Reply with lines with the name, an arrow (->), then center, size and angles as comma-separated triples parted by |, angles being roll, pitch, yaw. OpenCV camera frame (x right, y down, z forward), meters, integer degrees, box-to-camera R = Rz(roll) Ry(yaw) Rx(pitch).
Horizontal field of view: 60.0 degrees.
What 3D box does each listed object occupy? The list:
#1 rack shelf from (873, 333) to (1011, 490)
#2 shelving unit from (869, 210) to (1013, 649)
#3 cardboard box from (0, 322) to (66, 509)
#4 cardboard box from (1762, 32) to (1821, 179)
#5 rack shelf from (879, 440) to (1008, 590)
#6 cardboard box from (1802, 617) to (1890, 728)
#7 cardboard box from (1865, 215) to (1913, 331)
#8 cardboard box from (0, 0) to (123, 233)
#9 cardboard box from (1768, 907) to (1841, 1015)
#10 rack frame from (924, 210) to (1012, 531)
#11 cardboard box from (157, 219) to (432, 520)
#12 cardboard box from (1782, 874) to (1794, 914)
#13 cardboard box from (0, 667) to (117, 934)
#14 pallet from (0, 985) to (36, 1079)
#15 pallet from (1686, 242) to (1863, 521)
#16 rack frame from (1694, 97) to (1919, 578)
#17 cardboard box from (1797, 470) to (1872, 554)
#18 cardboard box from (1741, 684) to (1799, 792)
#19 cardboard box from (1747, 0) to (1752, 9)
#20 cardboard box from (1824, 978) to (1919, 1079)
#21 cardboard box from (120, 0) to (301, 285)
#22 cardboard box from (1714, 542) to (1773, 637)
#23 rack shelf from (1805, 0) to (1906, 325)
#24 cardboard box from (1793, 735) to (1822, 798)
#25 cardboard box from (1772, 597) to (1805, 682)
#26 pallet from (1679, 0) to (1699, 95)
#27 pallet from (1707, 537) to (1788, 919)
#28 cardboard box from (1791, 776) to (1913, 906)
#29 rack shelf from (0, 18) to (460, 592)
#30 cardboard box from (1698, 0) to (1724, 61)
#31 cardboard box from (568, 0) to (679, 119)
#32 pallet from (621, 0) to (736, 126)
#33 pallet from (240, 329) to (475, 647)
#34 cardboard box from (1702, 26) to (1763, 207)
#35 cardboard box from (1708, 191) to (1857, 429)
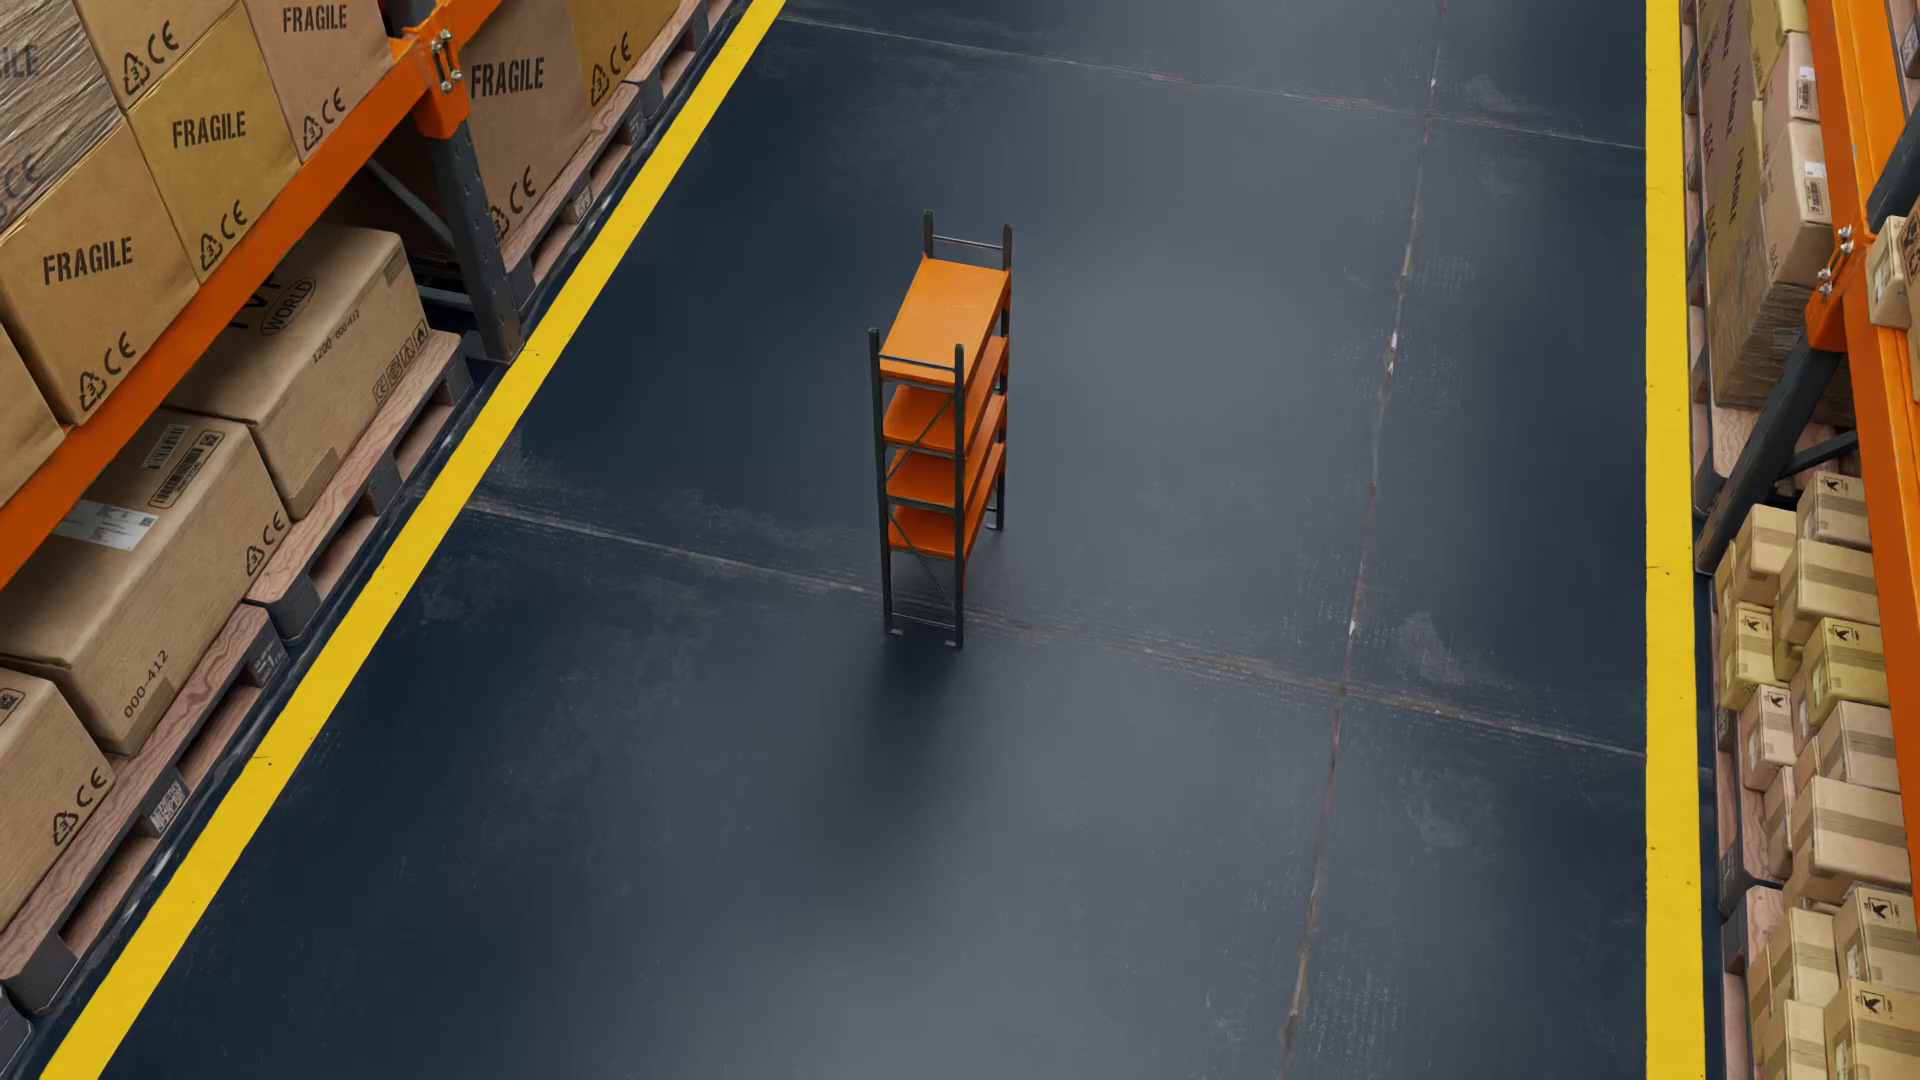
rack shelf -> -0.044, -0.381, 4.577 | 0.258, 0.148, 0.480 | 12, 50, 10
shelving unit -> -0.044, -0.277, 4.694 | 0.258, 1.200, 0.503 | 12, 50, 10
cardboard box -> -2.303, -0.267, 3.419 | 0.500, 0.500, 0.500 | 13, 50, 11
cardboard box -> 2.876, -1.350, 5.327 | 0.500, 0.250, 0.500 | 14, 50, 12
rack shelf -> -0.044, -0.101, 4.894 | 0.258, 0.148, 0.480 | 12, 50, 10
cardboard box -> 2.336, 0.364, 4.152 | 0.380, 0.149, 0.250 | 11, 49, 10
cardboard box -> 2.385, -0.608, 3.954 | 0.380, 0.149, 0.250 | 13, 50, 11
cardboard box -> -2.150, -0.968, 3.370 | 0.500, 0.500, 0.500 | 12, 50, 11
cardboard box -> 2.066, 1.016, 3.775 | 0.380, 0.149, 0.250 | 11, 50, 10
rack frame -> 0.021, -0.454, 4.850 | 0.240, 1.200, 0.015 | 12, 50, 10
cardboard box -> -2.295, -0.594, 5.202 | 0.875, 0.438, 0.875 | 11, 49, 9
cardboard box -> 2.229, 0.950, 4.032 | 0.380, 0.149, 0.250 | 10, 49, 8
cardboard box -> -2.769, 0.706, 4.055 | 0.875, 0.438, 0.875 | 13, 50, 11
pallet -> -2.944, 1.487, 3.797 | 1.003, 0.211, 1.213 | 12, 50, 10
pallet -> 2.979, -0.473, 5.526 | 1.003, 0.211, 1.213 | 12, 50, 10
rack frame -> 2.776, -0.832, 3.983 | 1.000, 3.000, 0.127 | 12, 50, 10
cardboard box -> 2.485, -0.016, 4.488 | 0.380, 0.149, 0.250 | 13, 50, 12
cardboard box -> 2.285, 0.555, 4.381 | 0.380, 0.149, 0.250 | 11, 50, 10
cardboard box -> 3.137, -2.112, 6.000 | 0.500, 0.250, 0.500 | 12, 50, 10
cardboard box -> 2.049, 1.109, 3.495 | 0.380, 0.149, 0.250 | 12, 50, 10
cardboard box -> -2.032, -1.009, 4.074 | 0.500, 0.500, 0.500 | 10, 49, 9
cardboard box -> 2.370, 0.173, 4.718 | 0.380, 0.149, 0.250 | 10, 49, 8
rack shelf -> 3.302, -2.040, 5.530 | 1.077, 0.370, 4.000 | 12, 50, 10
cardboard box -> 2.288, 0.652, 4.097 | 0.380, 0.149, 0.250 | 9, 49, 8
cardboard box -> 2.392, 0.274, 4.431 | 0.380, 0.149, 0.250 | 12, 50, 10
pallet -> 3.621, -2.237, 7.084 | 1.003, 0.211, 1.213 | 12, 50, 10
pallet -> 2.633, 0.584, 4.594 | 1.003, 0.211, 1.213 | 12, 50, 10
cardboard box -> 2.144, 0.725, 3.834 | 0.380, 0.149, 0.250 | 13, 50, 11
rack shelf -> -2.553, -0.051, 3.774 | 1.077, 0.370, 4.000 | 12, 50, 10
cardboard box -> 3.267, -2.211, 6.588 | 0.500, 0.500, 0.500 | 12, 50, 10
cardboard box -> -1.710, -2.291, 6.408 | 0.875, 0.875, 0.875 | 13, 50, 11
pallet -> -1.577, -2.271, 7.114 | 1.003, 0.211, 1.213 | 12, 50, 10
pallet -> -2.302, -0.278, 5.355 | 1.003, 0.211, 1.213 | 12, 50, 10
cardboard box -> 3.002, -1.470, 5.934 | 0.500, 0.500, 0.500 | 11, 49, 9
cardboard box -> 2.727, -0.729, 5.280 | 0.500, 0.500, 0.500 | 11, 49, 9
